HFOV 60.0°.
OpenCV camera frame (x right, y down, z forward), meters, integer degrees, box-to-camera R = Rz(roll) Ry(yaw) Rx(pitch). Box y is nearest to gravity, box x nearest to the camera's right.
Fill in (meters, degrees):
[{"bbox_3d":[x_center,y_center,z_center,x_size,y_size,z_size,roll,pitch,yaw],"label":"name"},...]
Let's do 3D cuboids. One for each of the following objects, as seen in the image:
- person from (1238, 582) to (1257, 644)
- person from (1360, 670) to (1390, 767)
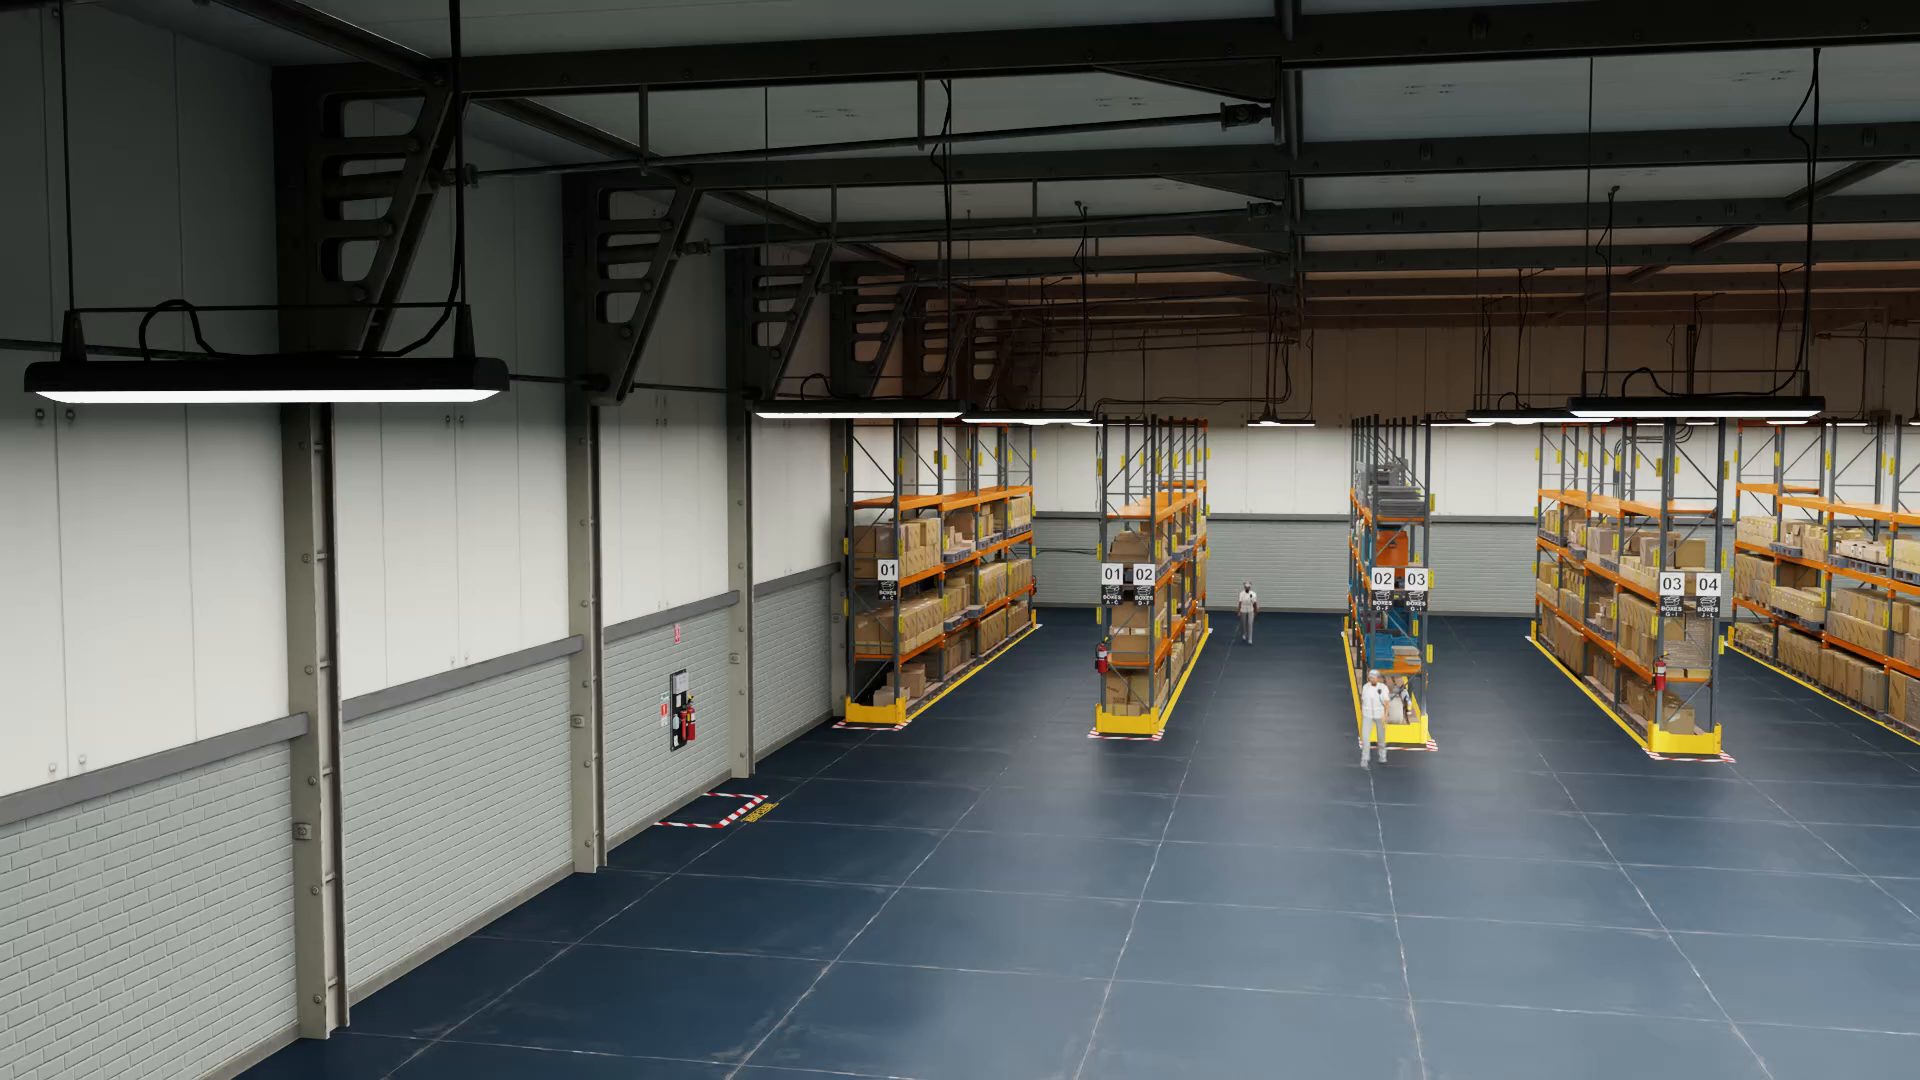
[{"bbox_3d":[7.710,1.920,44.584,0.502,1.623,1.045,1,4,11],"label":"person"},{"bbox_3d":[7.047,3.011,28.252,0.501,1.611,0.949,2,4,26],"label":"person"}]
